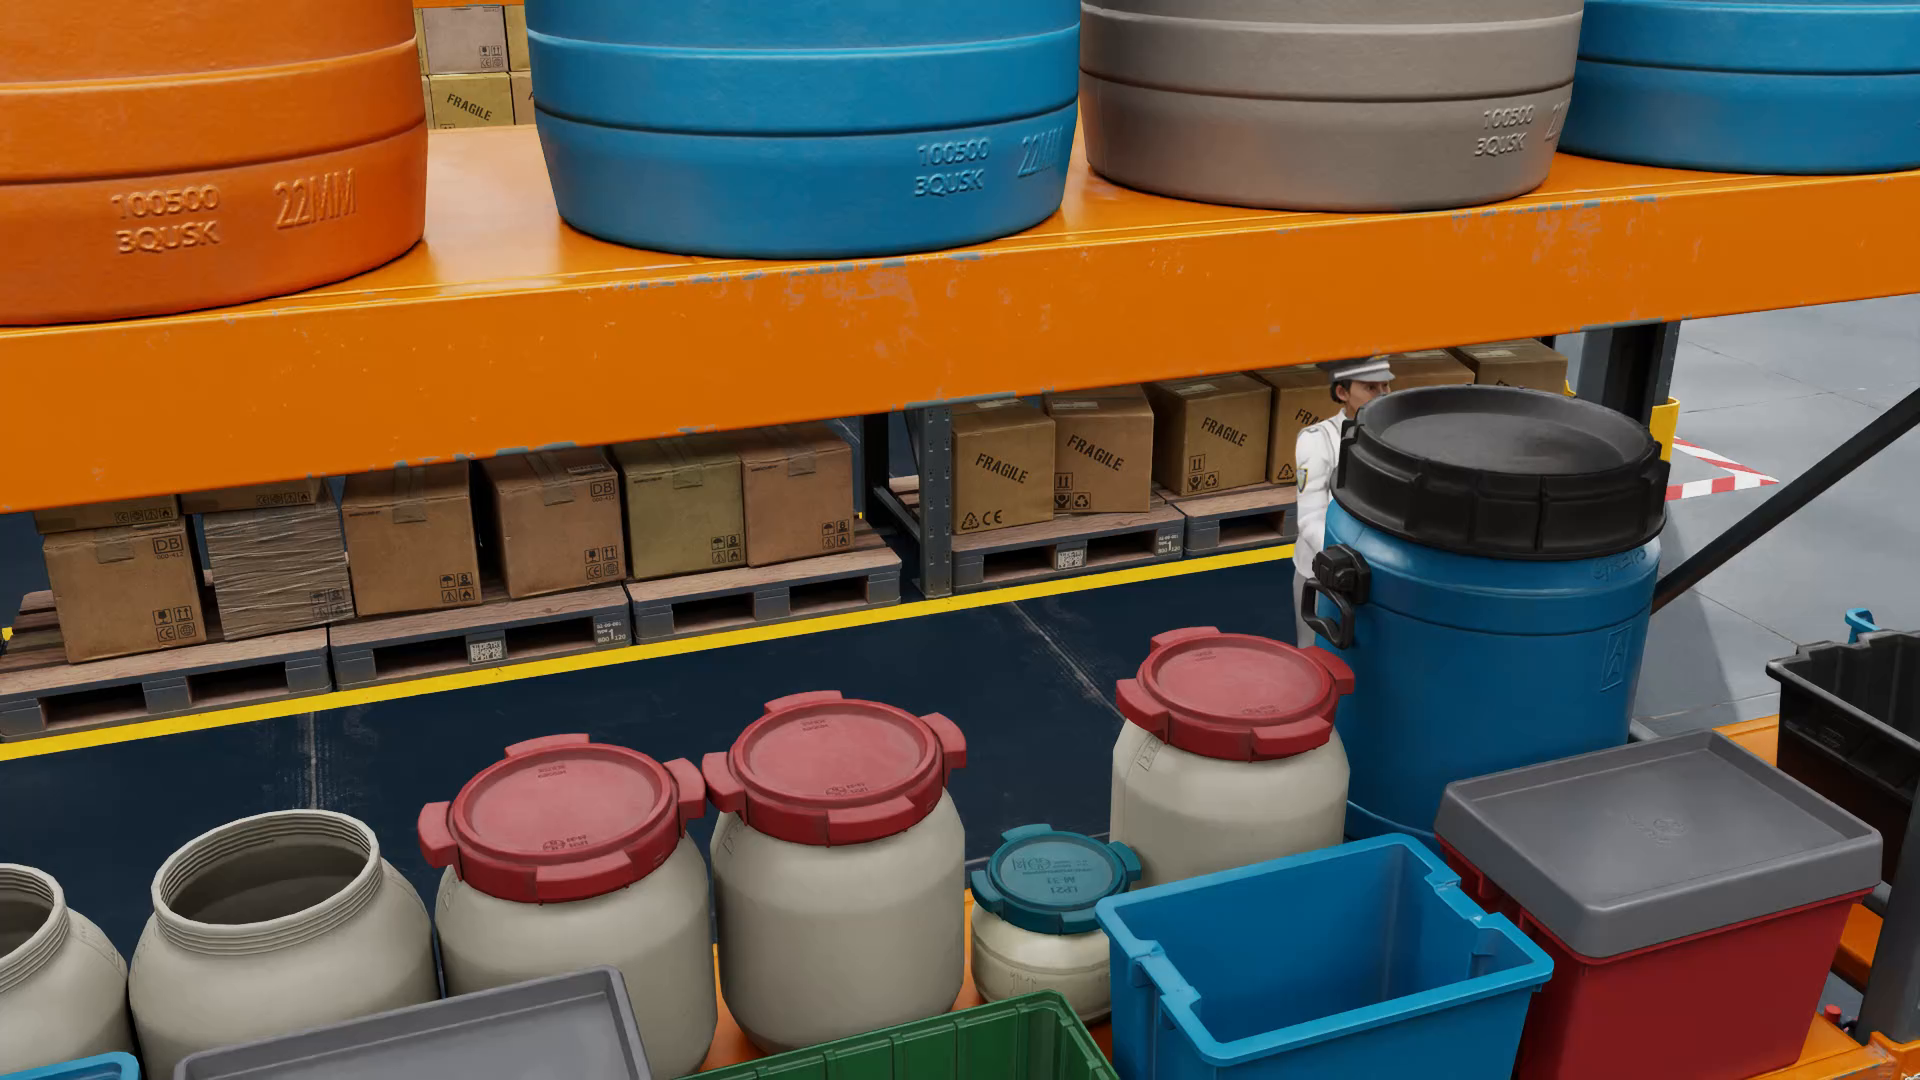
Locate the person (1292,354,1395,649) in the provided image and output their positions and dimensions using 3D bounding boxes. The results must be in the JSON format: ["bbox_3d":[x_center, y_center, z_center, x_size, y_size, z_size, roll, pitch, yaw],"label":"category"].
[{"bbox_3d":[1.364,0.155,5.686,0.461,1.687,0.562,-8,24,-19],"label":"person"}]
